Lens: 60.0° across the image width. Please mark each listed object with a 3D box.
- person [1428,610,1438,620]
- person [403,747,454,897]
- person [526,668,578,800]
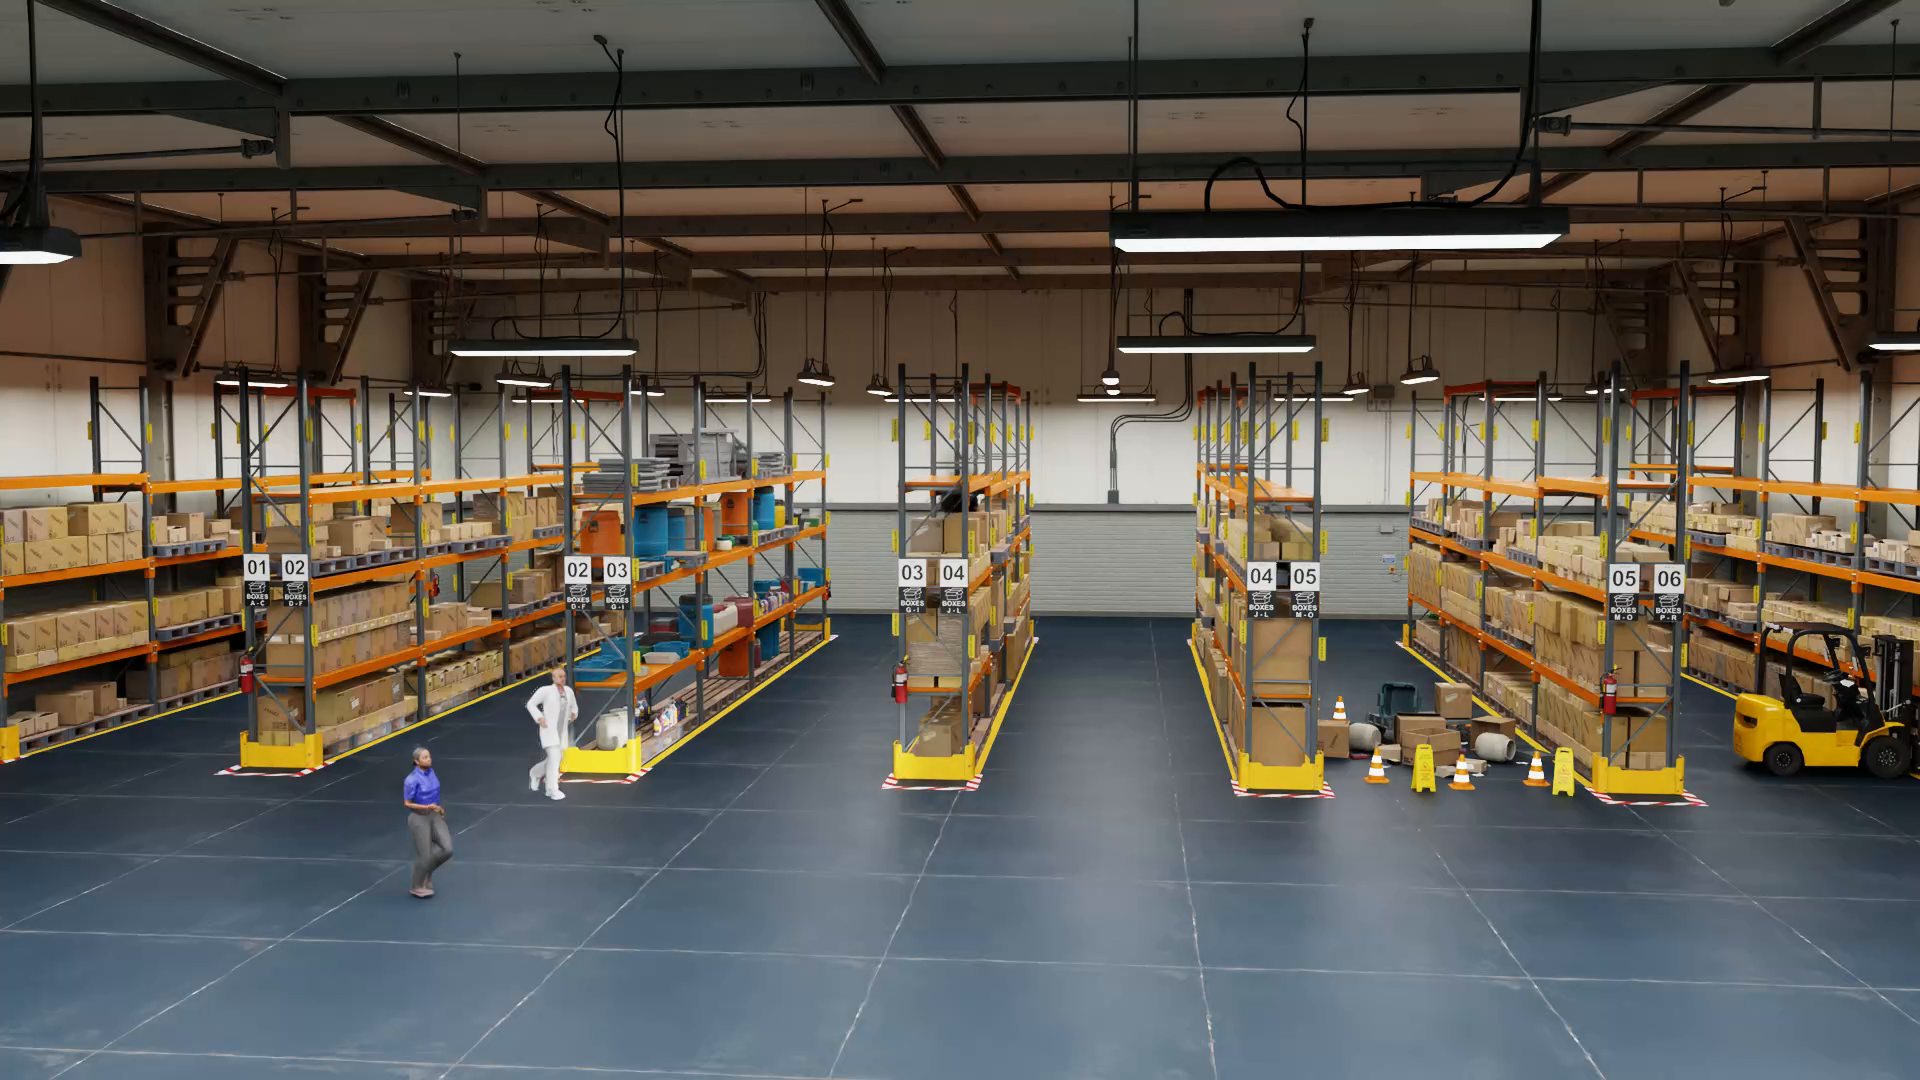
[{"bbox_3d":[11.530,1.557,40.244,0.722,1.758,0.737,-3,5,-42],"label":"person"},{"bbox_3d":[-5.697,3.035,17.908,0.551,1.613,0.565,2,4,25],"label":"person"},{"bbox_3d":[-5.626,2.656,23.096,0.848,1.748,0.773,3,5,39],"label":"person"}]
